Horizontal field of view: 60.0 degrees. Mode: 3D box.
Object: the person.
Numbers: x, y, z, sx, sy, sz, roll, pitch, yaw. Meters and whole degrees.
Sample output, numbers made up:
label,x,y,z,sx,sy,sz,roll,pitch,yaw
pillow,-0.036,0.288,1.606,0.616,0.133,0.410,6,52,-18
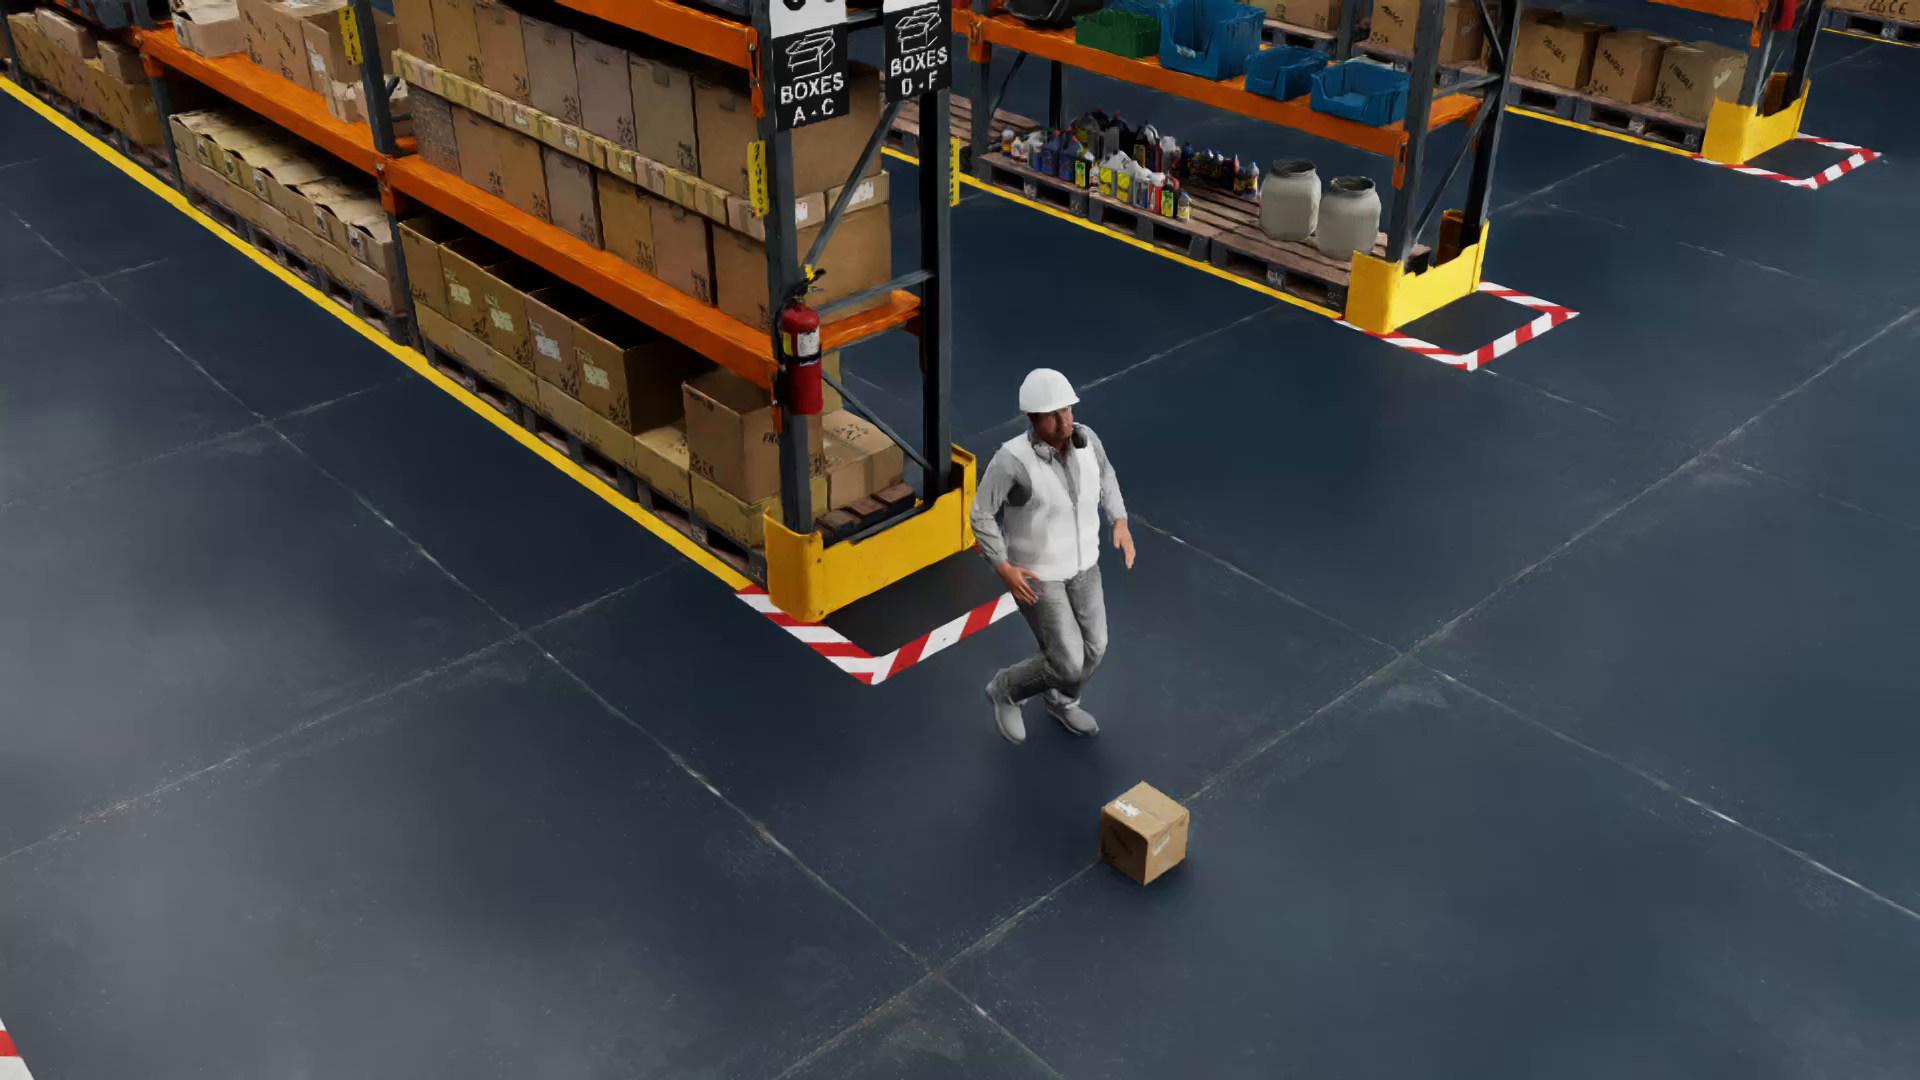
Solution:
label,x,y,z,sx,sy,sz,roll,pitch,yaw
person,0.434,0.100,6.980,0.716,1.748,0.503,-26,40,-35
